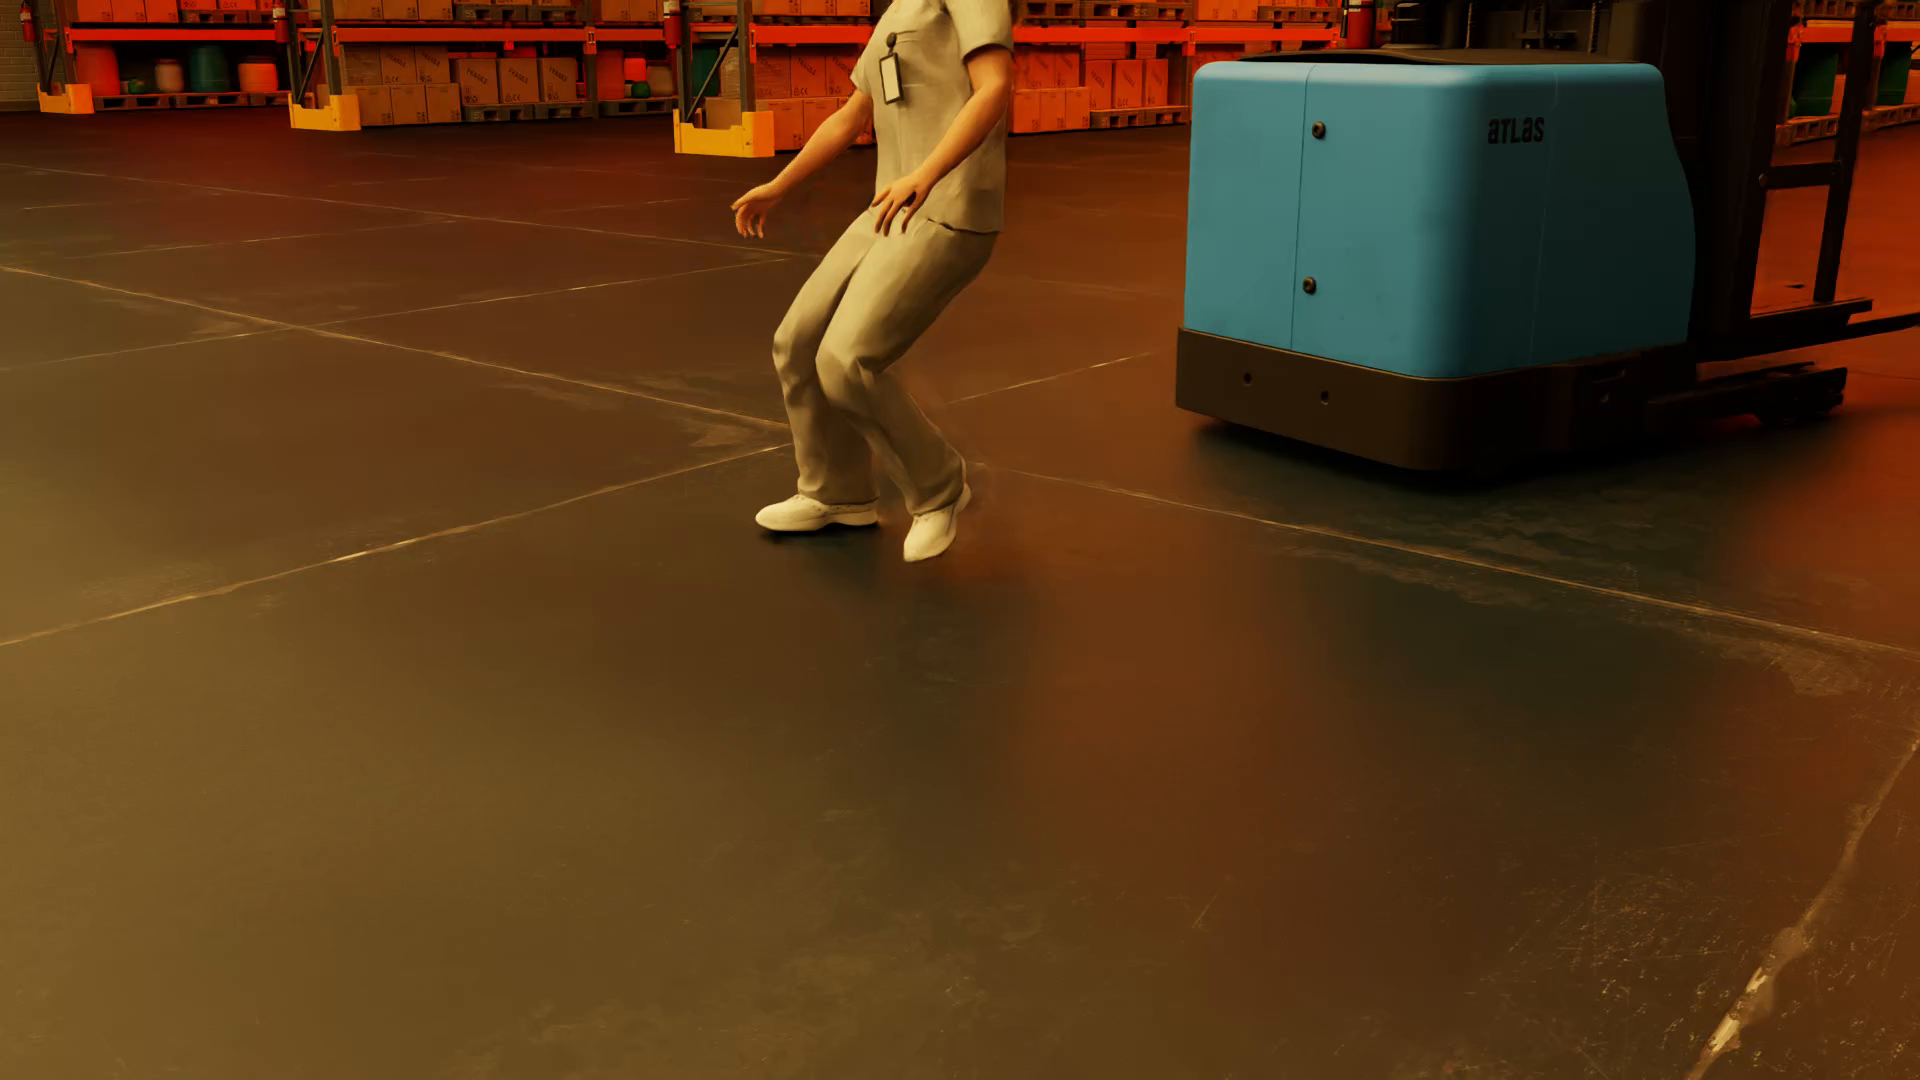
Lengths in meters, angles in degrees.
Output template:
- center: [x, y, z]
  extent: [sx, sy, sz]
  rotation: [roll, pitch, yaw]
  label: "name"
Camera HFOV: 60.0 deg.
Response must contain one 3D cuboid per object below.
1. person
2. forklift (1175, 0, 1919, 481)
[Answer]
- center: [-0.152, -0.715, 3.627]
  extent: [0.524, 1.550, 0.749]
  rotation: [-8, 18, -23]
  label: "person"
- center: [2.162, -1.868, 5.048]
  extent: [3.031, 2.935, 1.130]
  rotation: [-11, 20, -32]
  label: "forklift"
